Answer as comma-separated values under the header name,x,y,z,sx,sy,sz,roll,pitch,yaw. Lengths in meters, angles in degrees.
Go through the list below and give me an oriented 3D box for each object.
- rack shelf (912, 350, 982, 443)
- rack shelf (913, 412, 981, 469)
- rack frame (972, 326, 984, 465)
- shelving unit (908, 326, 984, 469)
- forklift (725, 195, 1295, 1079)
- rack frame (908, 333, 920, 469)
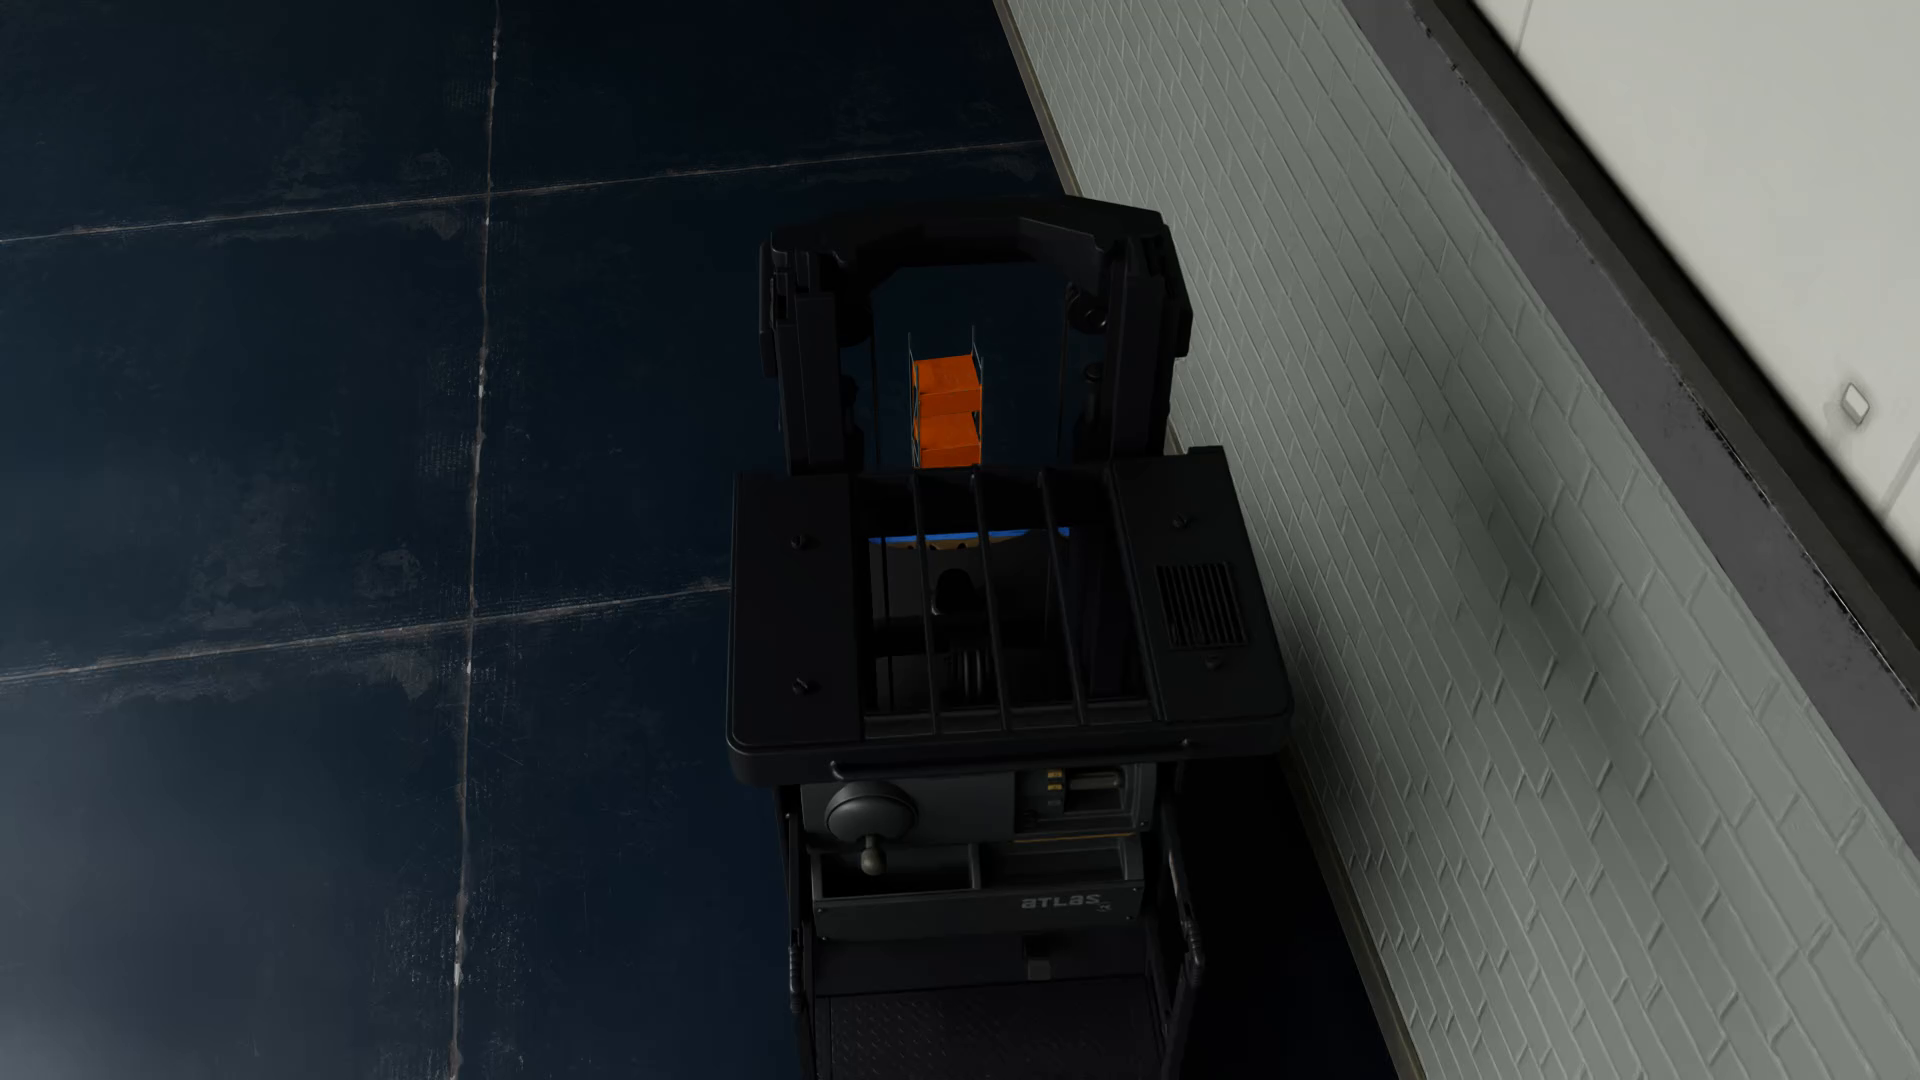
name,x,y,z,sx,sy,sz,roll,pitch,yaw
rack shelf,-0.053,-0.547,6.362,0.240,0.259,0.215,-7,46,-7
rack shelf,-0.053,-0.350,6.566,0.240,0.259,0.215,-7,46,-7
rack frame,0.067,-0.373,6.573,0.008,1.050,0.200,-7,46,-7
shelving unit,-0.053,-0.358,6.559,0.252,1.050,0.215,-7,46,-7
forklift,0.069,0.752,4.183,1.130,2.935,3.031,-3,46,-3
rack frame,-0.173,-0.343,6.544,0.008,1.050,0.200,-7,46,-7
